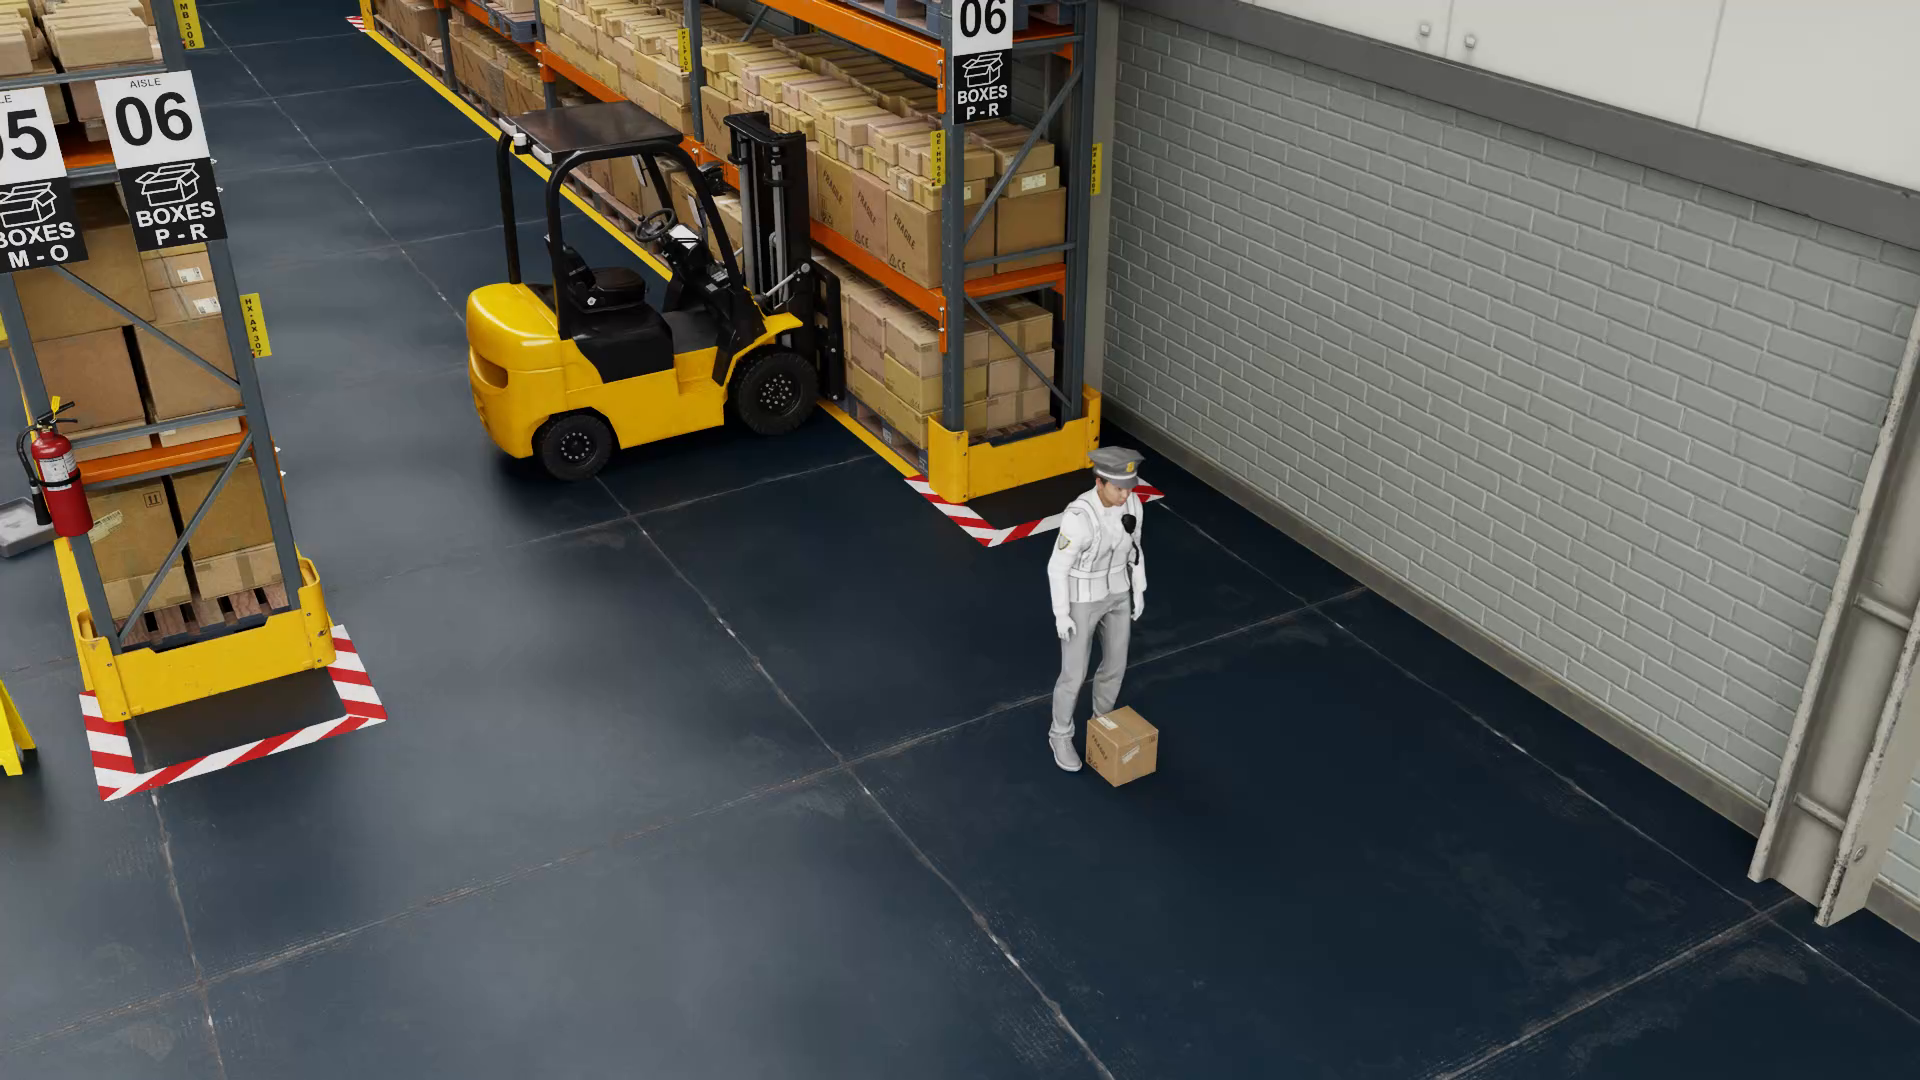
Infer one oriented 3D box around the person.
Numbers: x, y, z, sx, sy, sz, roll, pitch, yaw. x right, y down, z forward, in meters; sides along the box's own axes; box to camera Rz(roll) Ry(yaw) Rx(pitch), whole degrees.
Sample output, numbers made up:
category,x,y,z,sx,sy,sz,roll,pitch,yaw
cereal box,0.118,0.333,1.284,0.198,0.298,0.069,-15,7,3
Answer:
category,x,y,z,sx,sy,sz,roll,pitch,yaw
person,0.667,0.300,8.013,0.529,1.664,0.375,-16,33,-26
